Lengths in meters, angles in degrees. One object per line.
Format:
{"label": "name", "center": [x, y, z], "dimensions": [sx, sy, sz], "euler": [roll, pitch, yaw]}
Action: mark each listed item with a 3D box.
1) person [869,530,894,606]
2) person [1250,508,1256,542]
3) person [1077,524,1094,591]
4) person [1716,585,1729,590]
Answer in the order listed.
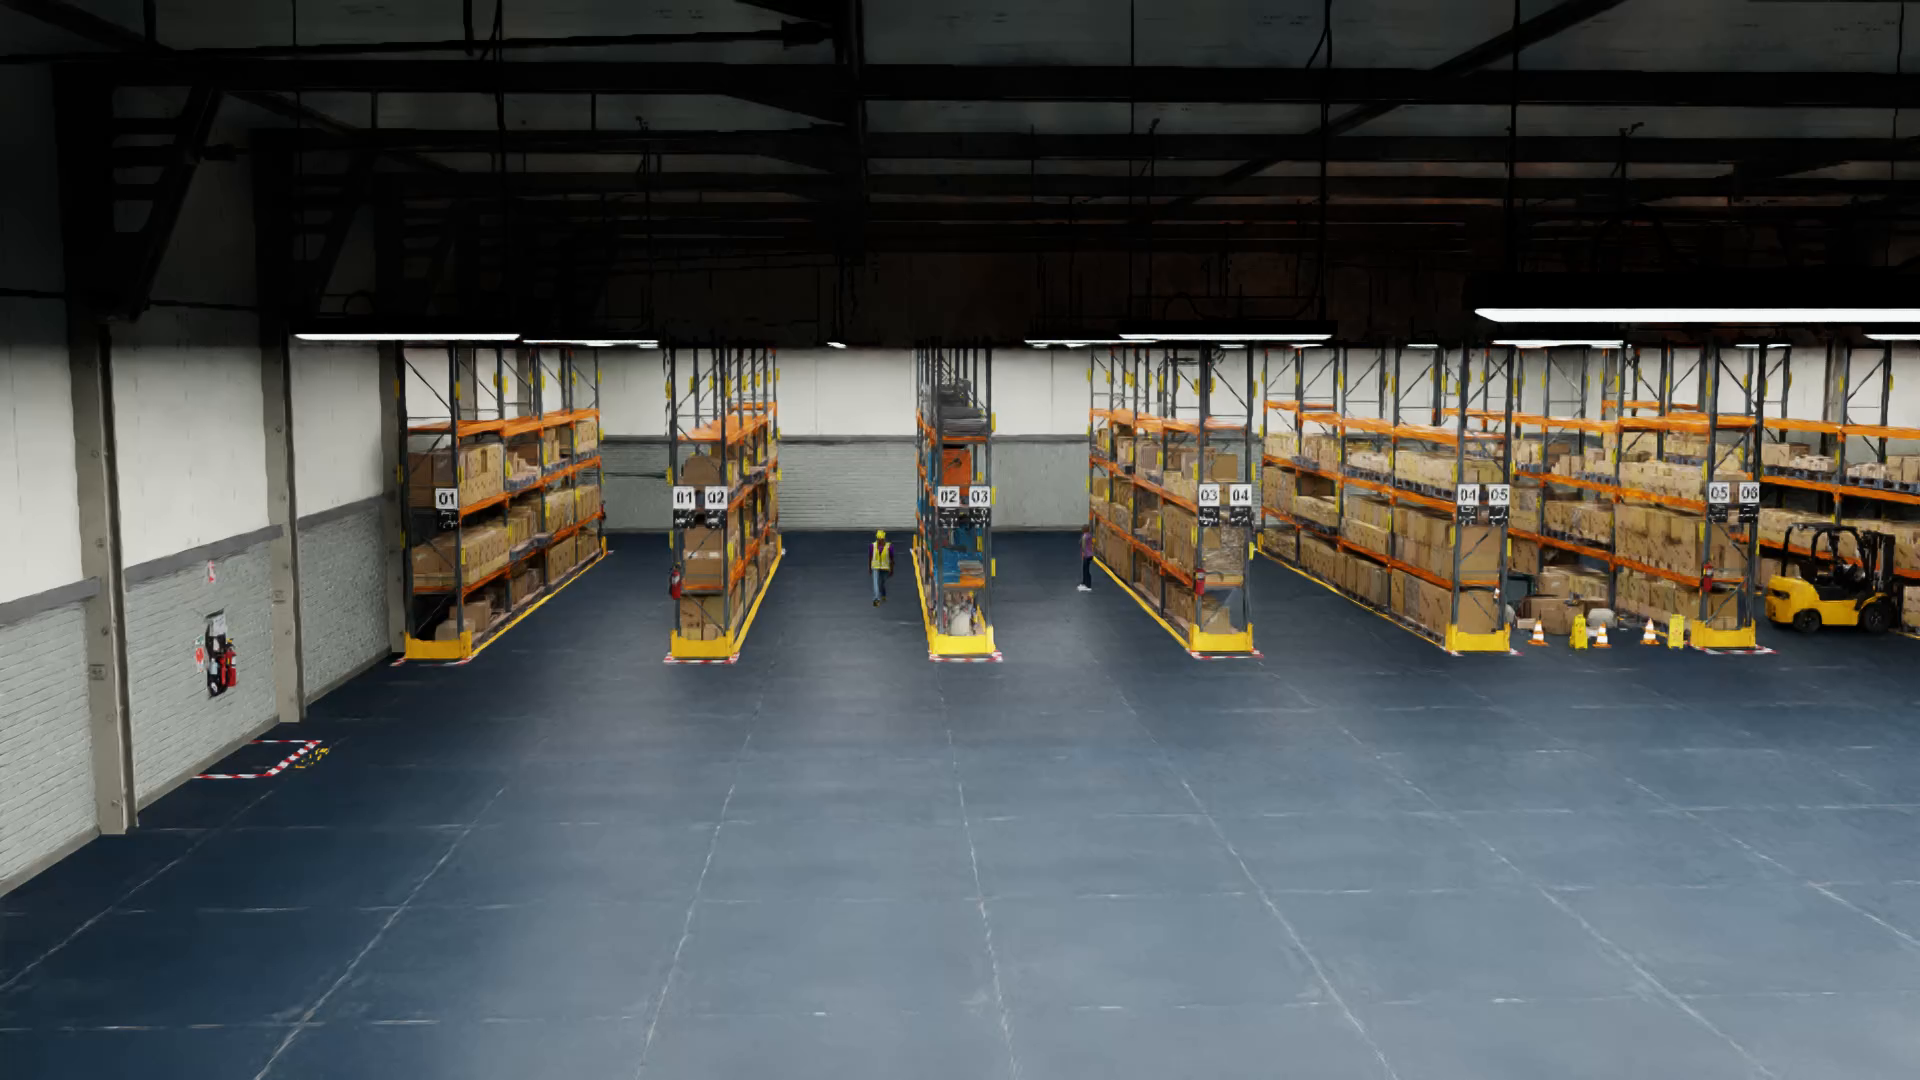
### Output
{"label": "person", "center": [-1.772, 0.609, 37.573], "dimensions": [0.575, 1.689, 1.128], "euler": [-1, 7, -5]}
{"label": "person", "center": [7.799, -0.286, 45.683], "dimensions": [0.677, 1.671, 0.534], "euler": [-1, 7, -5]}
{"label": "person", "center": [2.989, 0.423, 39.795], "dimensions": [0.450, 1.557, 0.467], "euler": [3, 7, 27]}
{"label": "person", "center": [16.362, 0.814, 35.808], "dimensions": [0.569, 1.668, 0.563], "euler": [4, 7, 29]}
